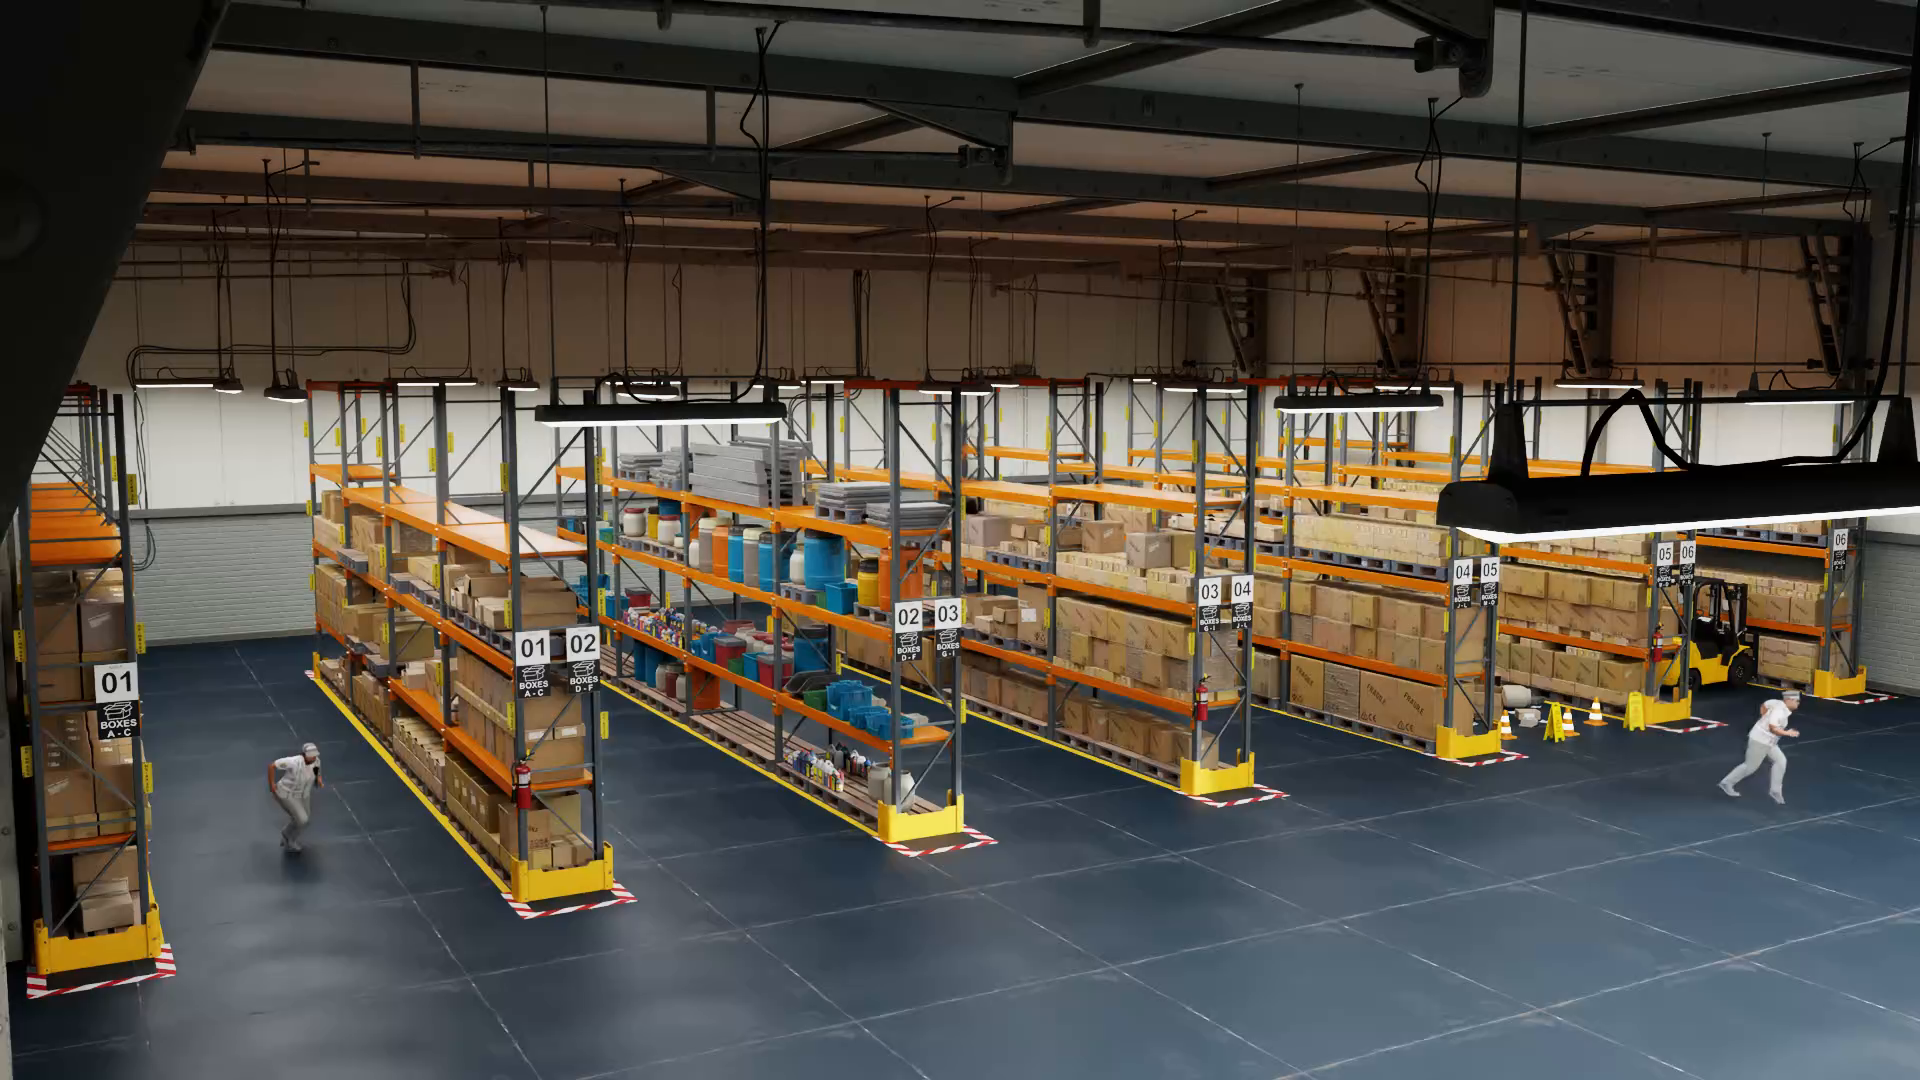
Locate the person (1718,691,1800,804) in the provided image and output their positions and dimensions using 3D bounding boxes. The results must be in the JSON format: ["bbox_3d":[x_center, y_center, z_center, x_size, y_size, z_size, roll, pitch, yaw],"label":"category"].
[{"bbox_3d":[11.563,2.989,24.063,1.014,1.719,0.708,3,7,26],"label":"person"}]

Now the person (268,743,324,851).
[{"bbox_3d":[-8.535,3.319,21.367,0.864,1.496,0.633,4,7,32],"label":"person"}]
